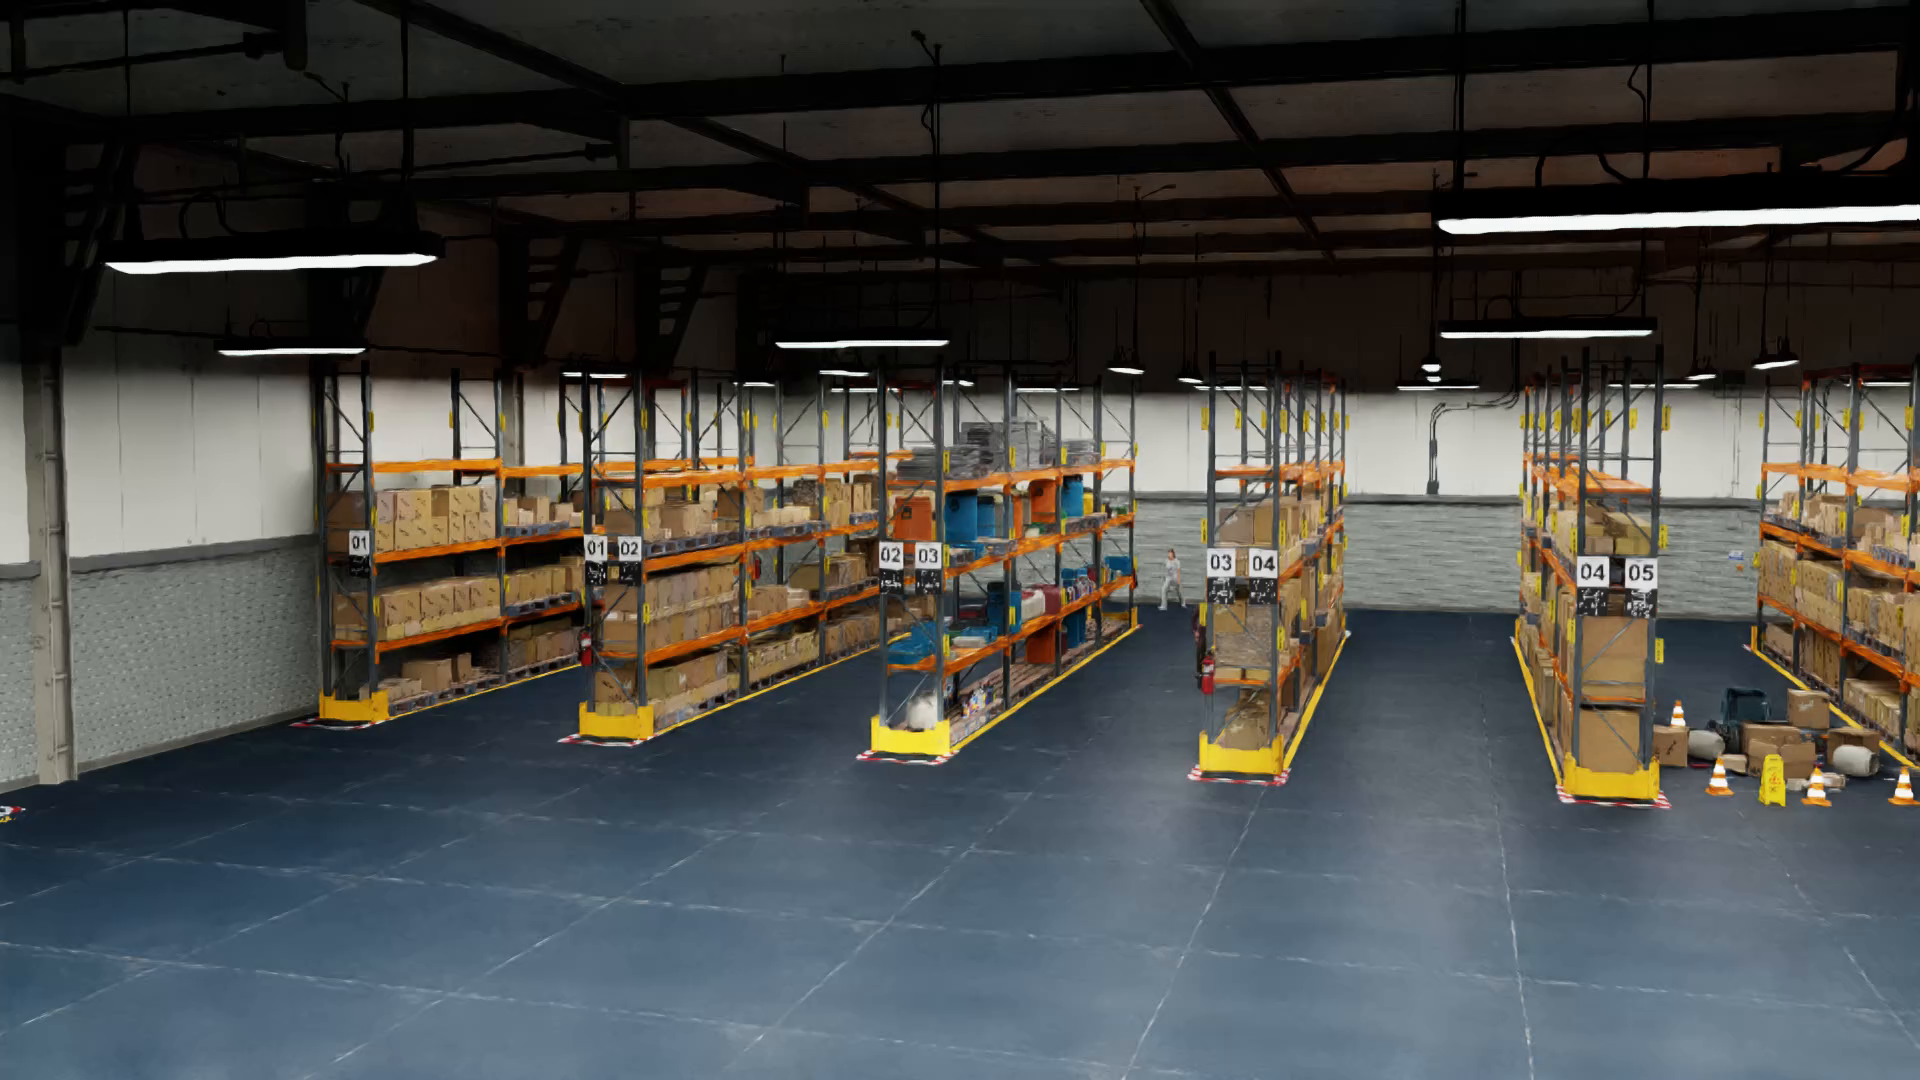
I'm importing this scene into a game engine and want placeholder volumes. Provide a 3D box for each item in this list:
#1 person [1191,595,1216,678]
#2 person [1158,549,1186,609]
[{"bbox_3d":[4.843,1.836,32.285,0.729,1.733,0.546,1,4,15],"label":"person"},{"bbox_3d":[5.686,1.033,44.309,0.482,1.612,0.958,3,5,37],"label":"person"}]
